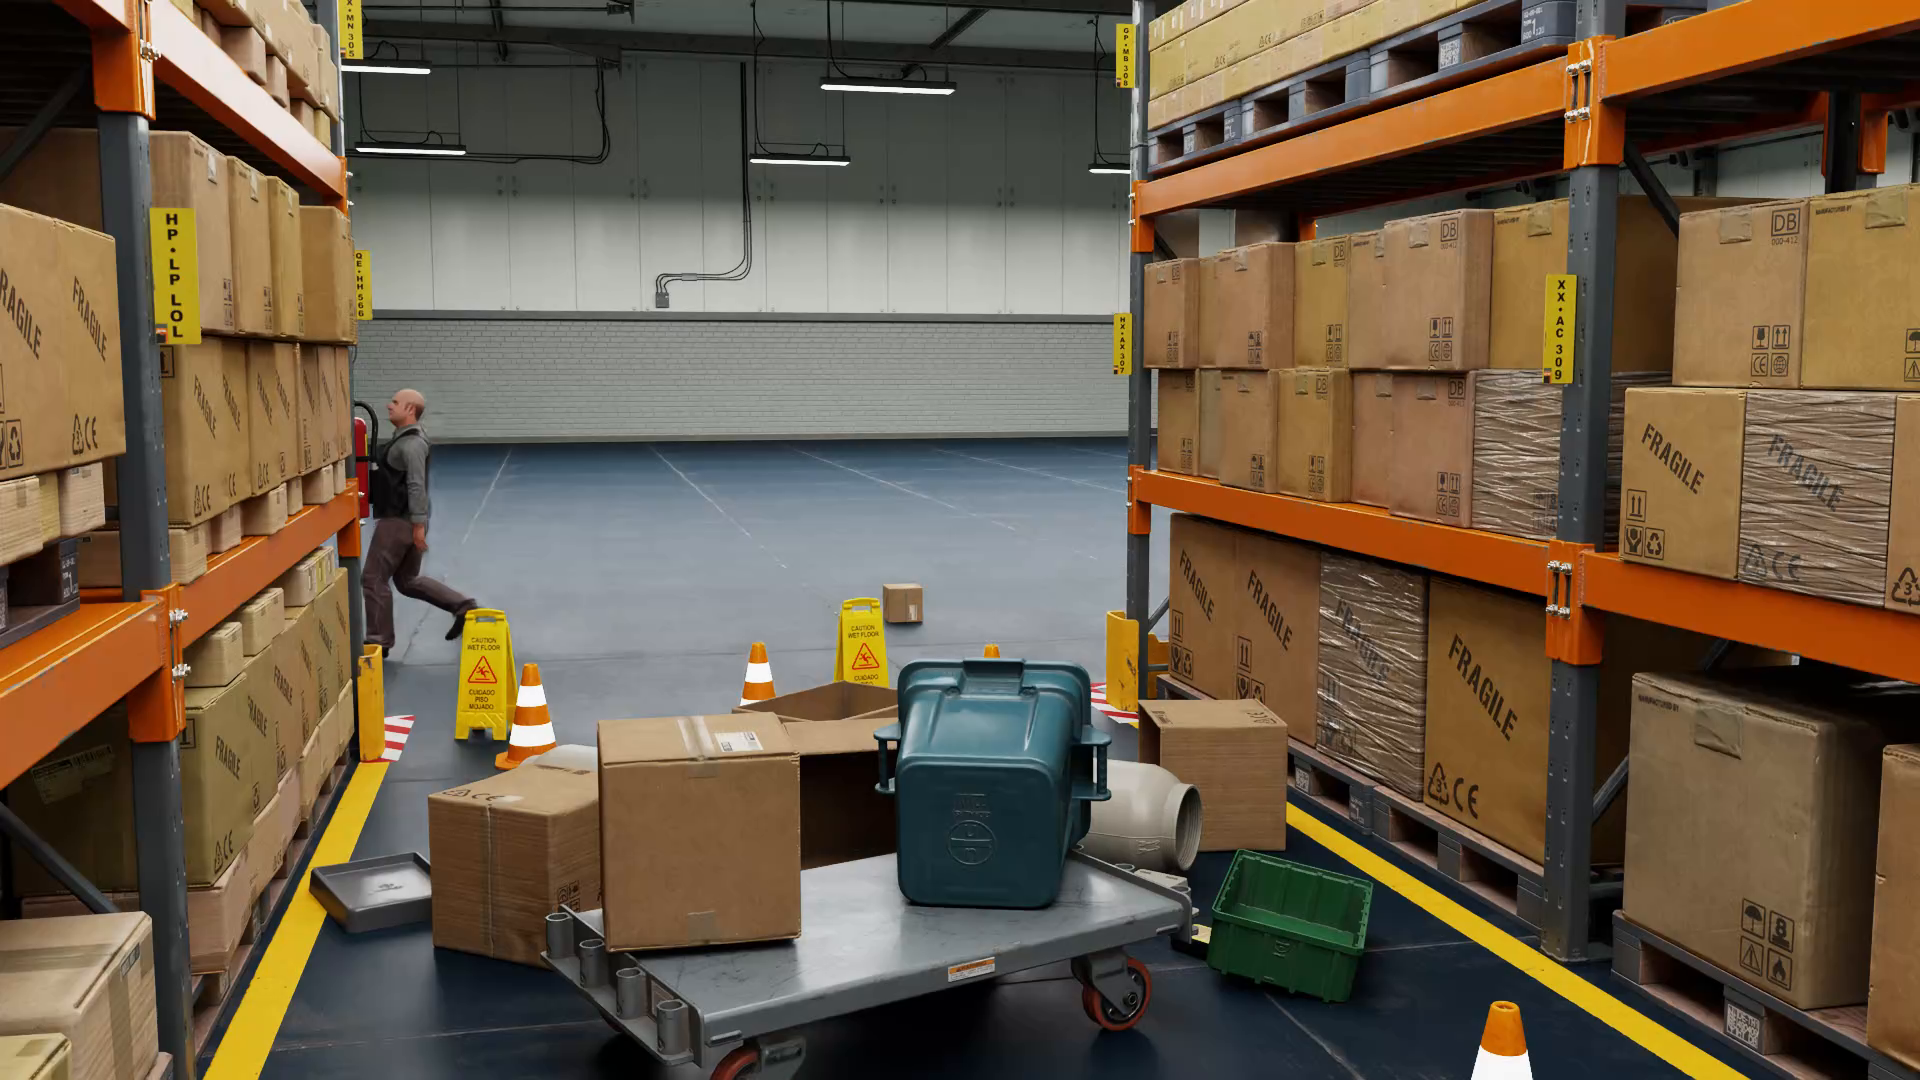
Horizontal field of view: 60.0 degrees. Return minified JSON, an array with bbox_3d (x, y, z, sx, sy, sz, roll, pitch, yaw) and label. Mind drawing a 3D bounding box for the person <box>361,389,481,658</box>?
[{"bbox_3d":[-3.507,-0.111,10.570,0.869,1.691,0.524,-1,6,-12],"label":"person"}]
